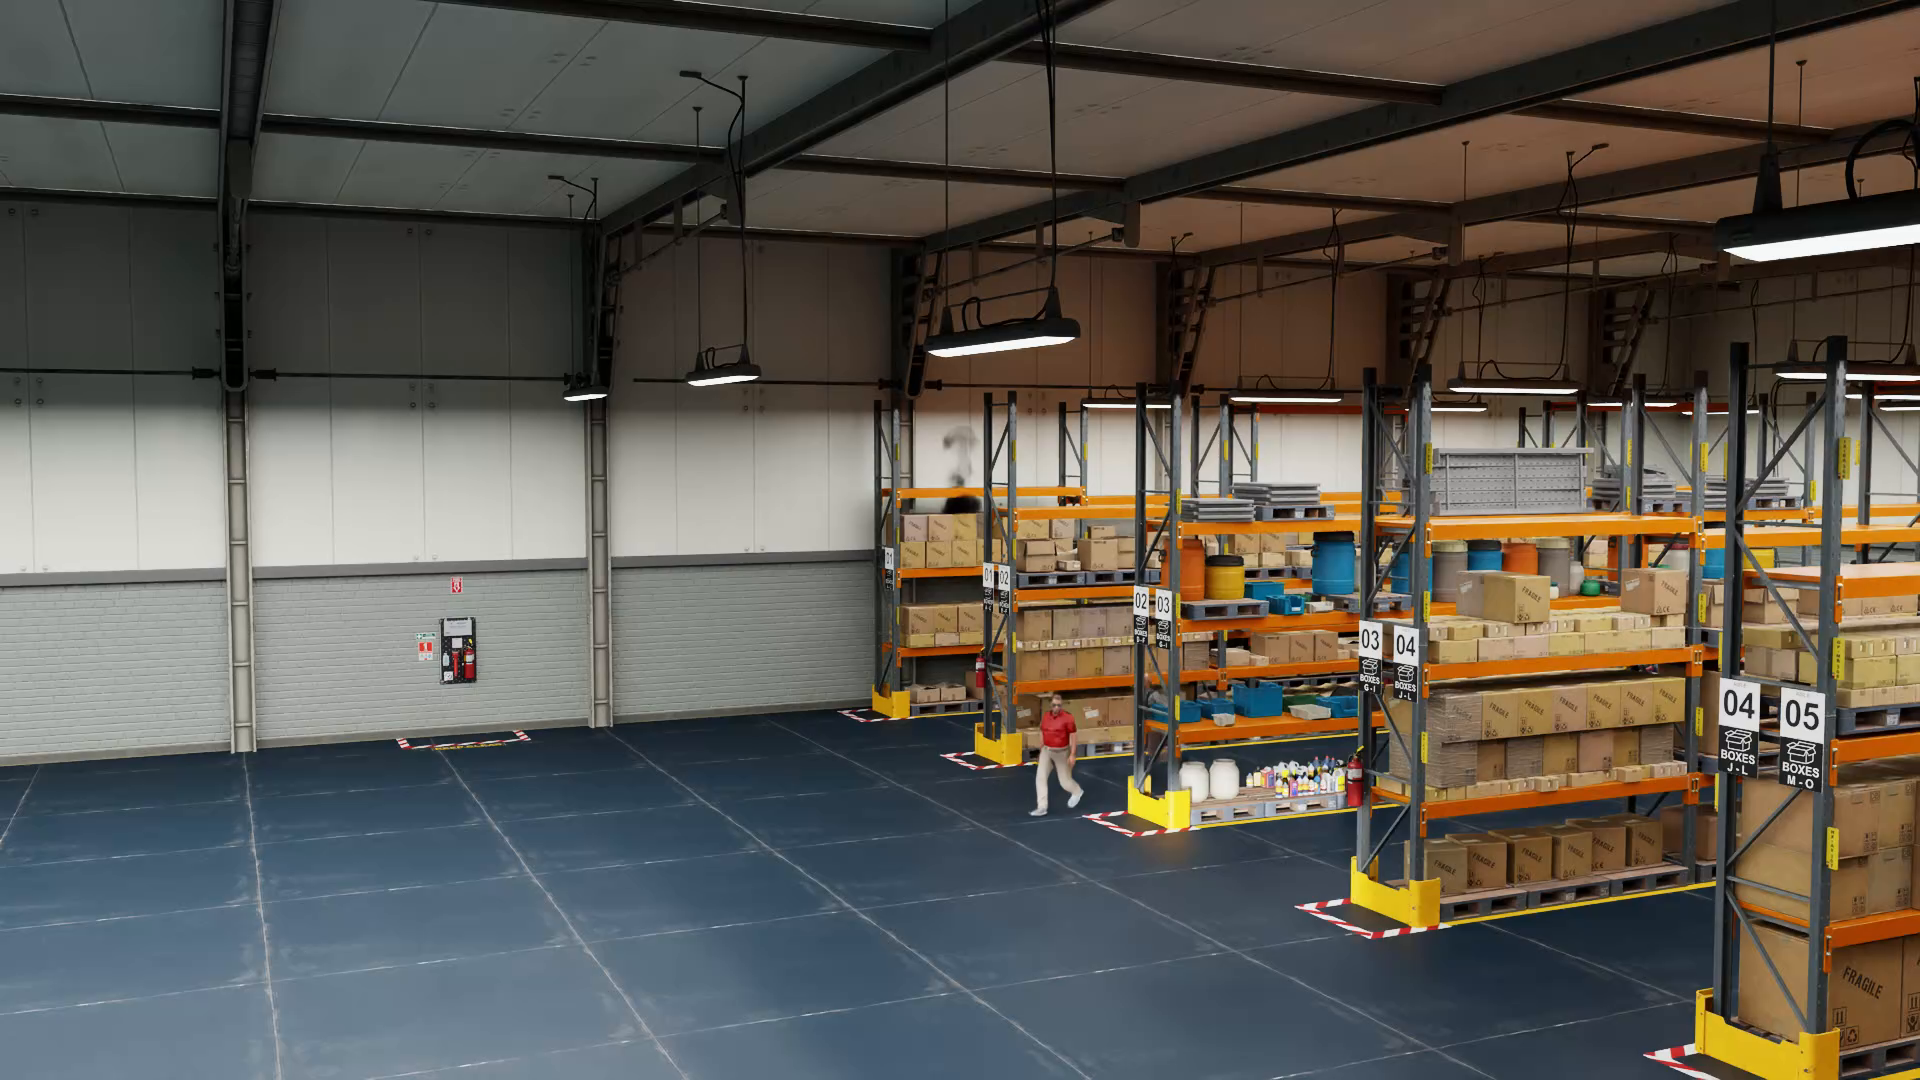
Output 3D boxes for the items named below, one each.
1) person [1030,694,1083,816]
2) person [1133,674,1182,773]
[{"bbox_3d":[1.355,2.964,23.149,0.635,1.665,0.962,2,4,30],"label":"person"},{"bbox_3d":[2.918,2.873,25.163,0.916,1.704,0.676,-2,4,-30],"label":"person"}]
